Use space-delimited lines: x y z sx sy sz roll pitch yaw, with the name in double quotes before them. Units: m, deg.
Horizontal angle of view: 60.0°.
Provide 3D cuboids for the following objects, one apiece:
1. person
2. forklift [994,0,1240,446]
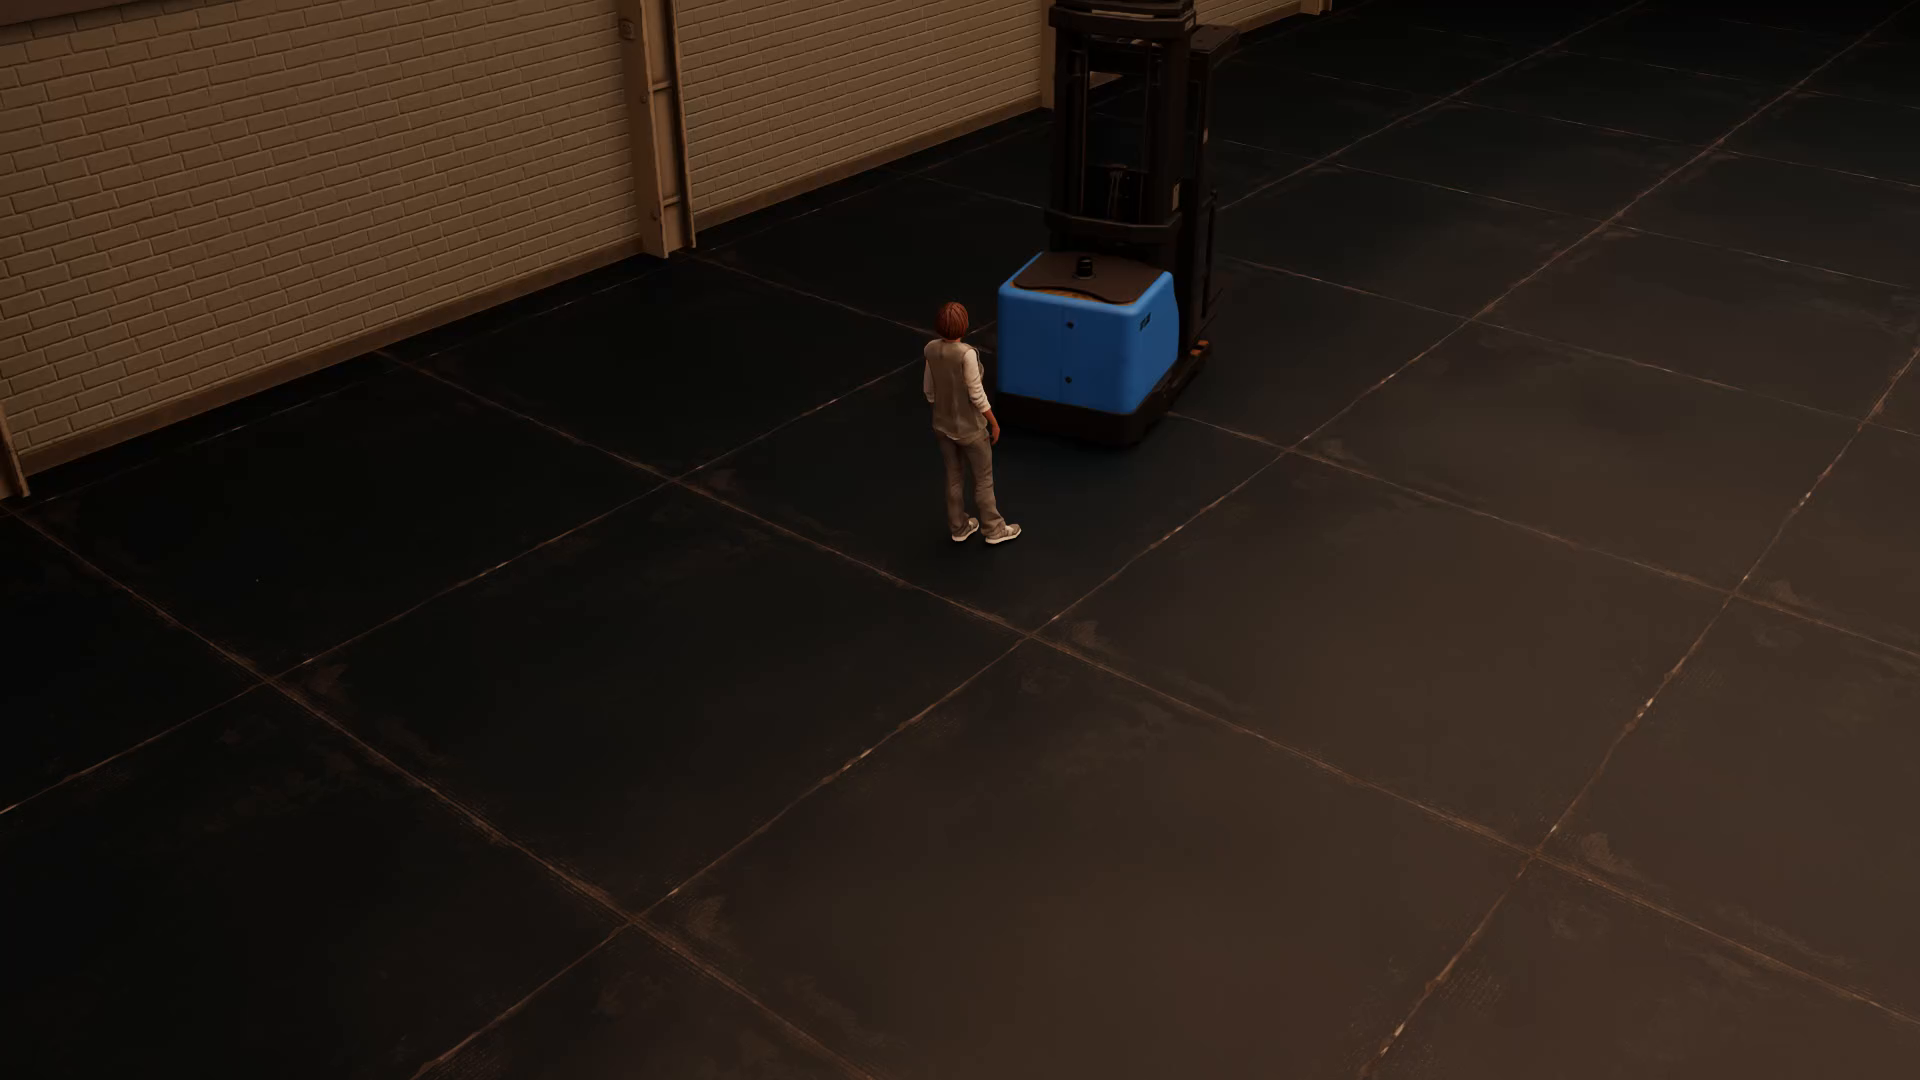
"person" 0.058 -0.718 10.138 0.520 1.592 0.473 22 37 33
"forklift" 1.308 -2.637 12.108 1.130 2.935 3.031 13 33 21
